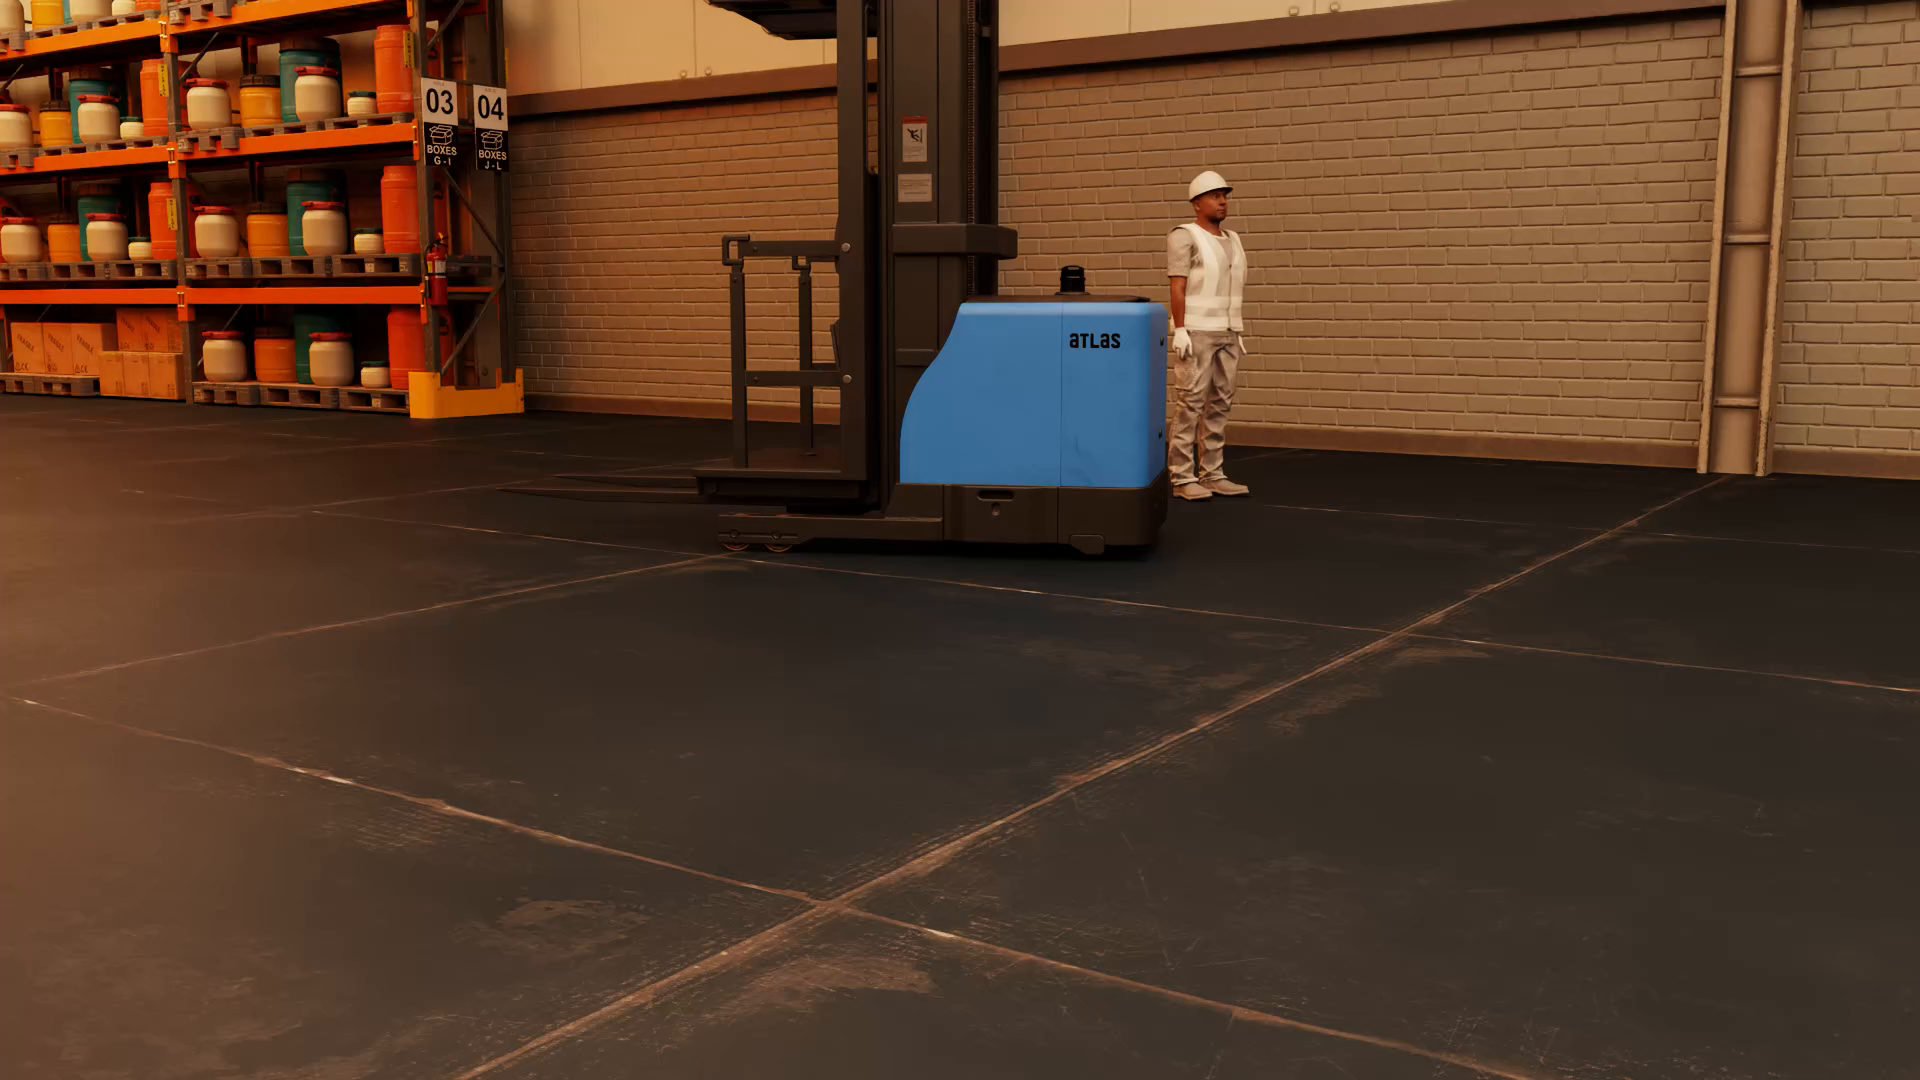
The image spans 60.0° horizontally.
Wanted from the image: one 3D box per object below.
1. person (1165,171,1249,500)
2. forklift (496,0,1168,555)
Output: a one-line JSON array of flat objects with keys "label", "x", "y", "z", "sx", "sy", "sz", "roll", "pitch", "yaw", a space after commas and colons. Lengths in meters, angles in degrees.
[{"label": "person", "x": 1.388, "y": -1.130, "z": 9.208, "sx": 0.540, "sy": 1.789, "sz": 0.379, "roll": -7, "pitch": 11, "yaw": -42}, {"label": "forklift", "x": -0.596, "y": -1.469, "z": 7.520, "sx": 3.031, "sy": 2.935, "sz": 1.130, "roll": 2, "pitch": 8, "yaw": 12}]
